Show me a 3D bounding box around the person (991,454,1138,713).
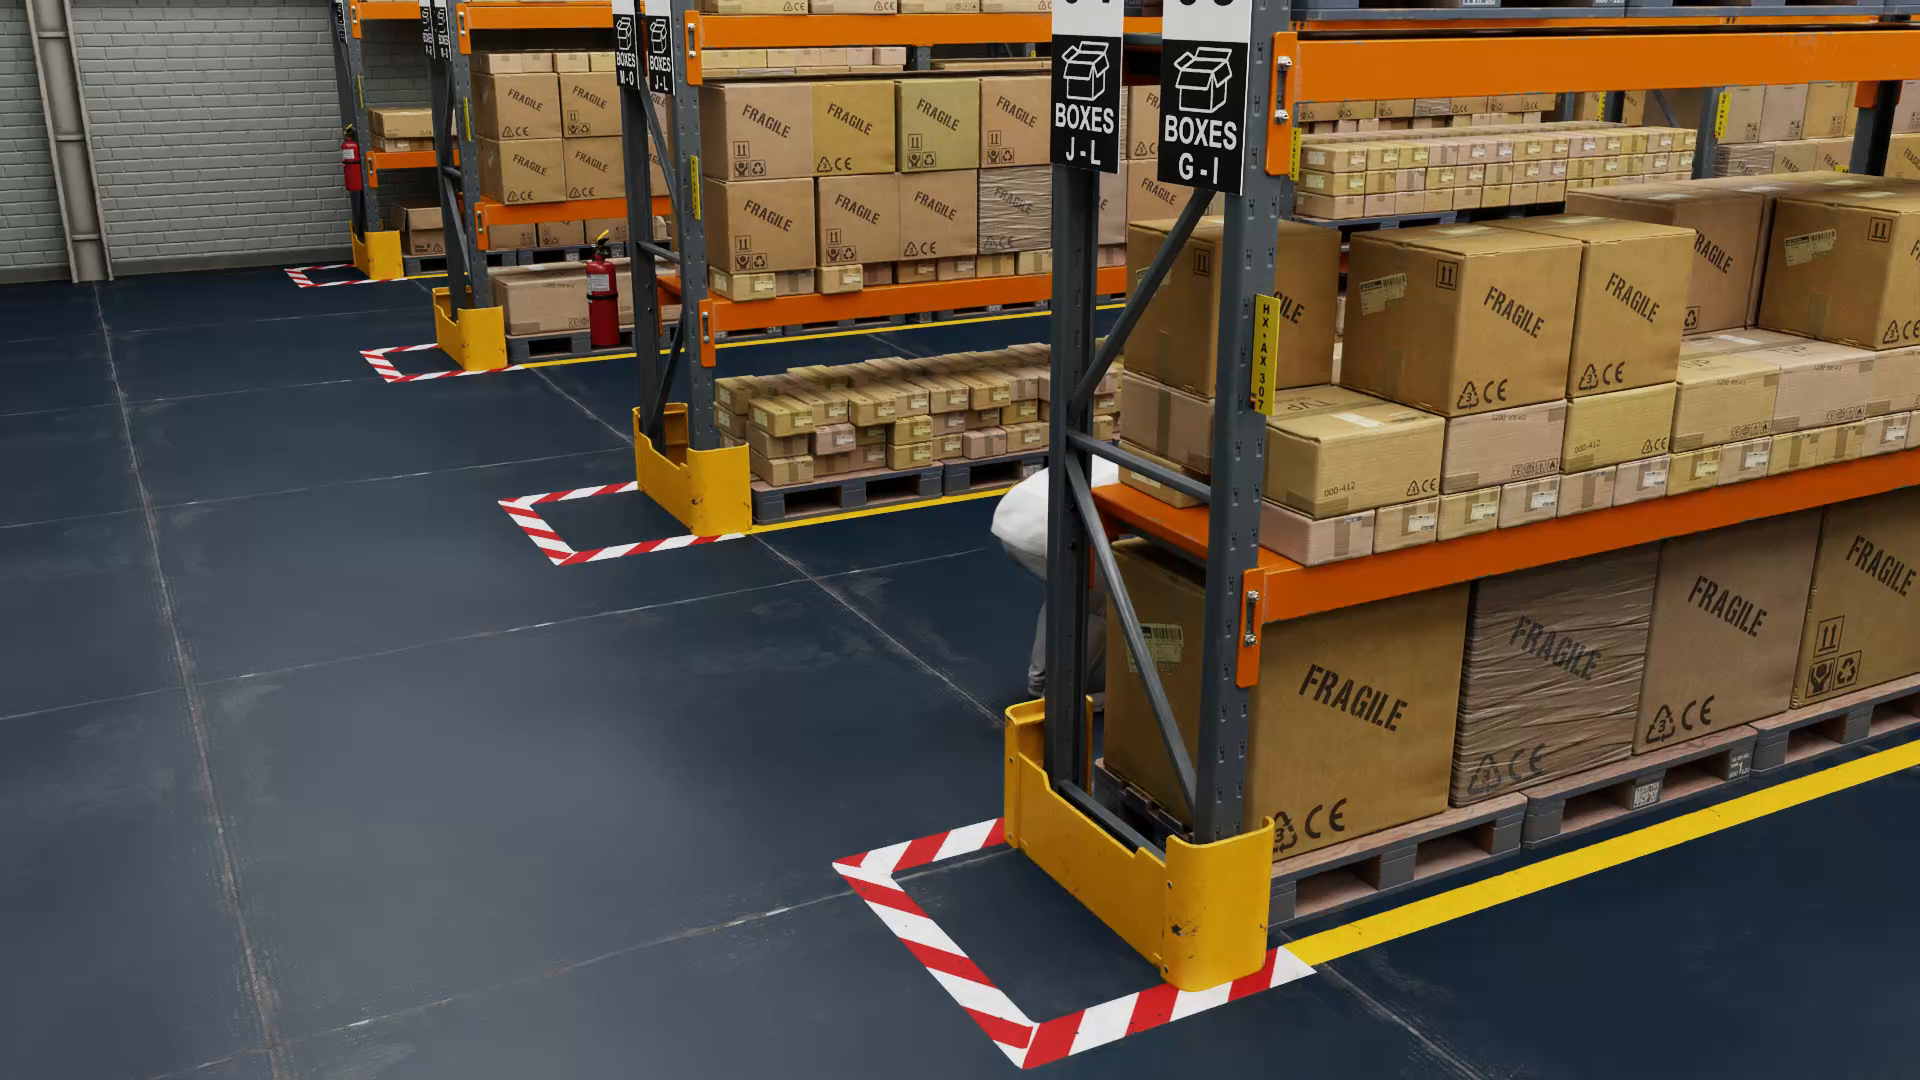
[{"bbox_3d":[0.590,0.132,7.142,0.962,1.123,0.513,-11,21,-29],"label":"person"}]
